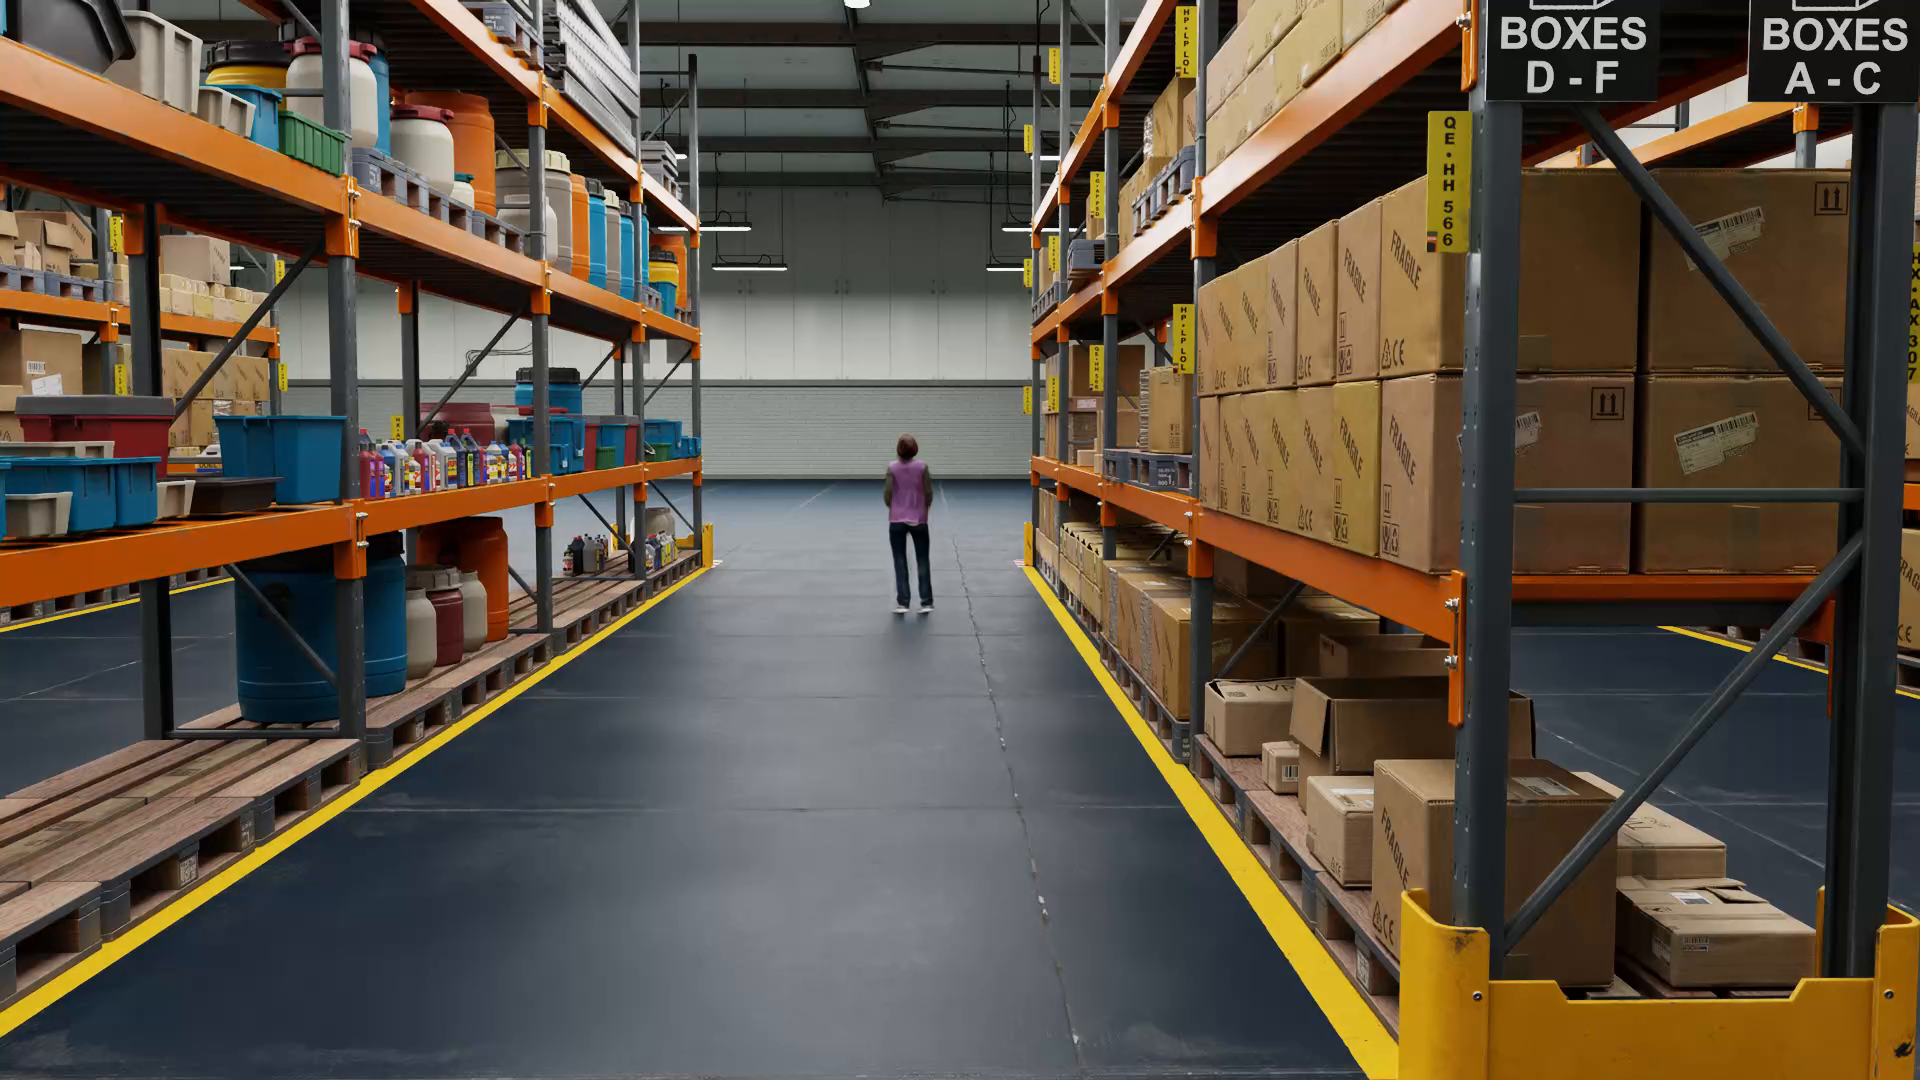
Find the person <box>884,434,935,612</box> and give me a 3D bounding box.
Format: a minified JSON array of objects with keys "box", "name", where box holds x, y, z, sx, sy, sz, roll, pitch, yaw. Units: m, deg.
[{"box":[-0.452,-0.149,14.859,0.454,1.600,0.417,0,4,0],"name":"person"}]
